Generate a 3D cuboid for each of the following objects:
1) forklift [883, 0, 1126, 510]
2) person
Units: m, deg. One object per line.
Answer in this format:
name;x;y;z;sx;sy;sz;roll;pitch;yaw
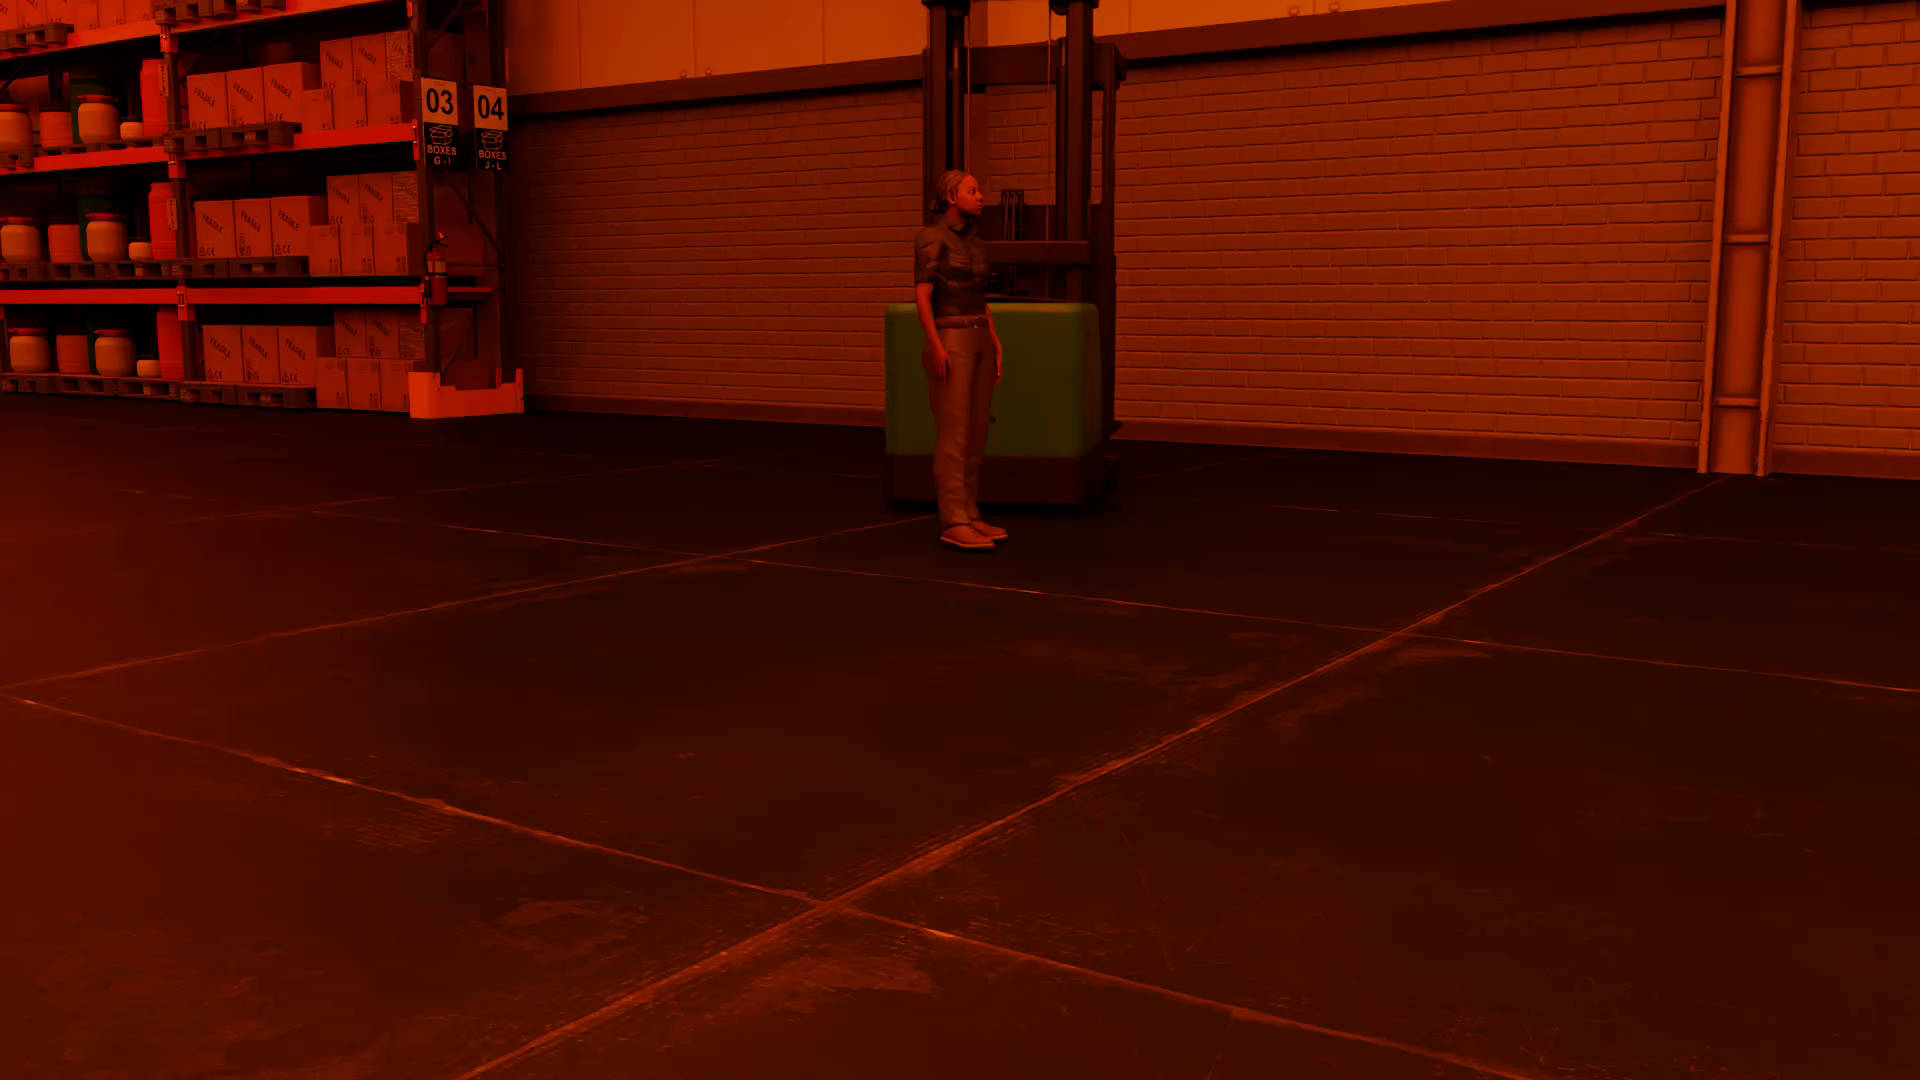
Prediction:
forklift;0.376;-1.778;9.696;1.130;2.935;3.031;1;8;10
person;0.062;-0.817;7.421;0.502;1.657;0.570;5;10;34
